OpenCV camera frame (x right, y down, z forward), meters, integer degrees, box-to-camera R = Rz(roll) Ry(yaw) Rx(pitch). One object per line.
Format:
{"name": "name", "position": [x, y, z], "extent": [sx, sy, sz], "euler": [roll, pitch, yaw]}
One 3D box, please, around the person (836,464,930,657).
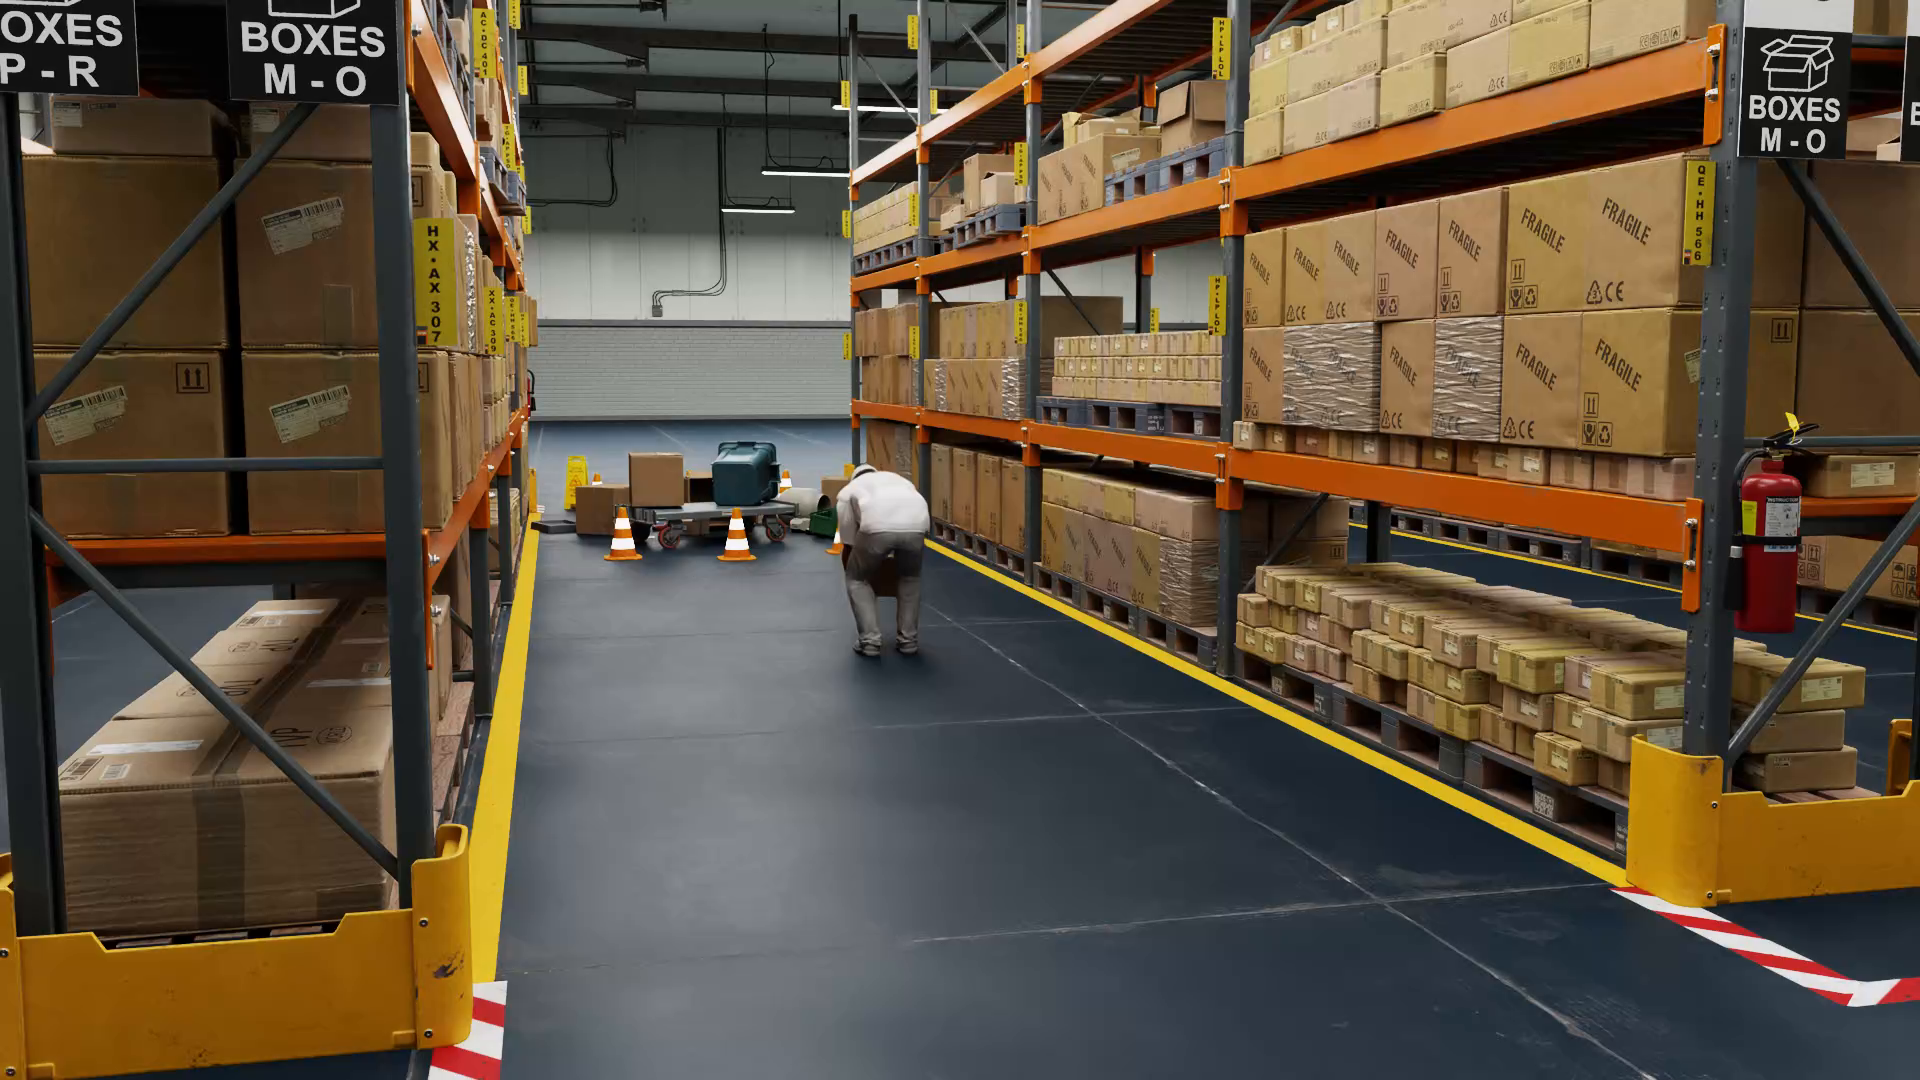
{"name": "person", "position": [-0.497, 0.112, 10.319], "extent": [0.505, 1.123, 0.954], "euler": [-2, 6, -17]}
